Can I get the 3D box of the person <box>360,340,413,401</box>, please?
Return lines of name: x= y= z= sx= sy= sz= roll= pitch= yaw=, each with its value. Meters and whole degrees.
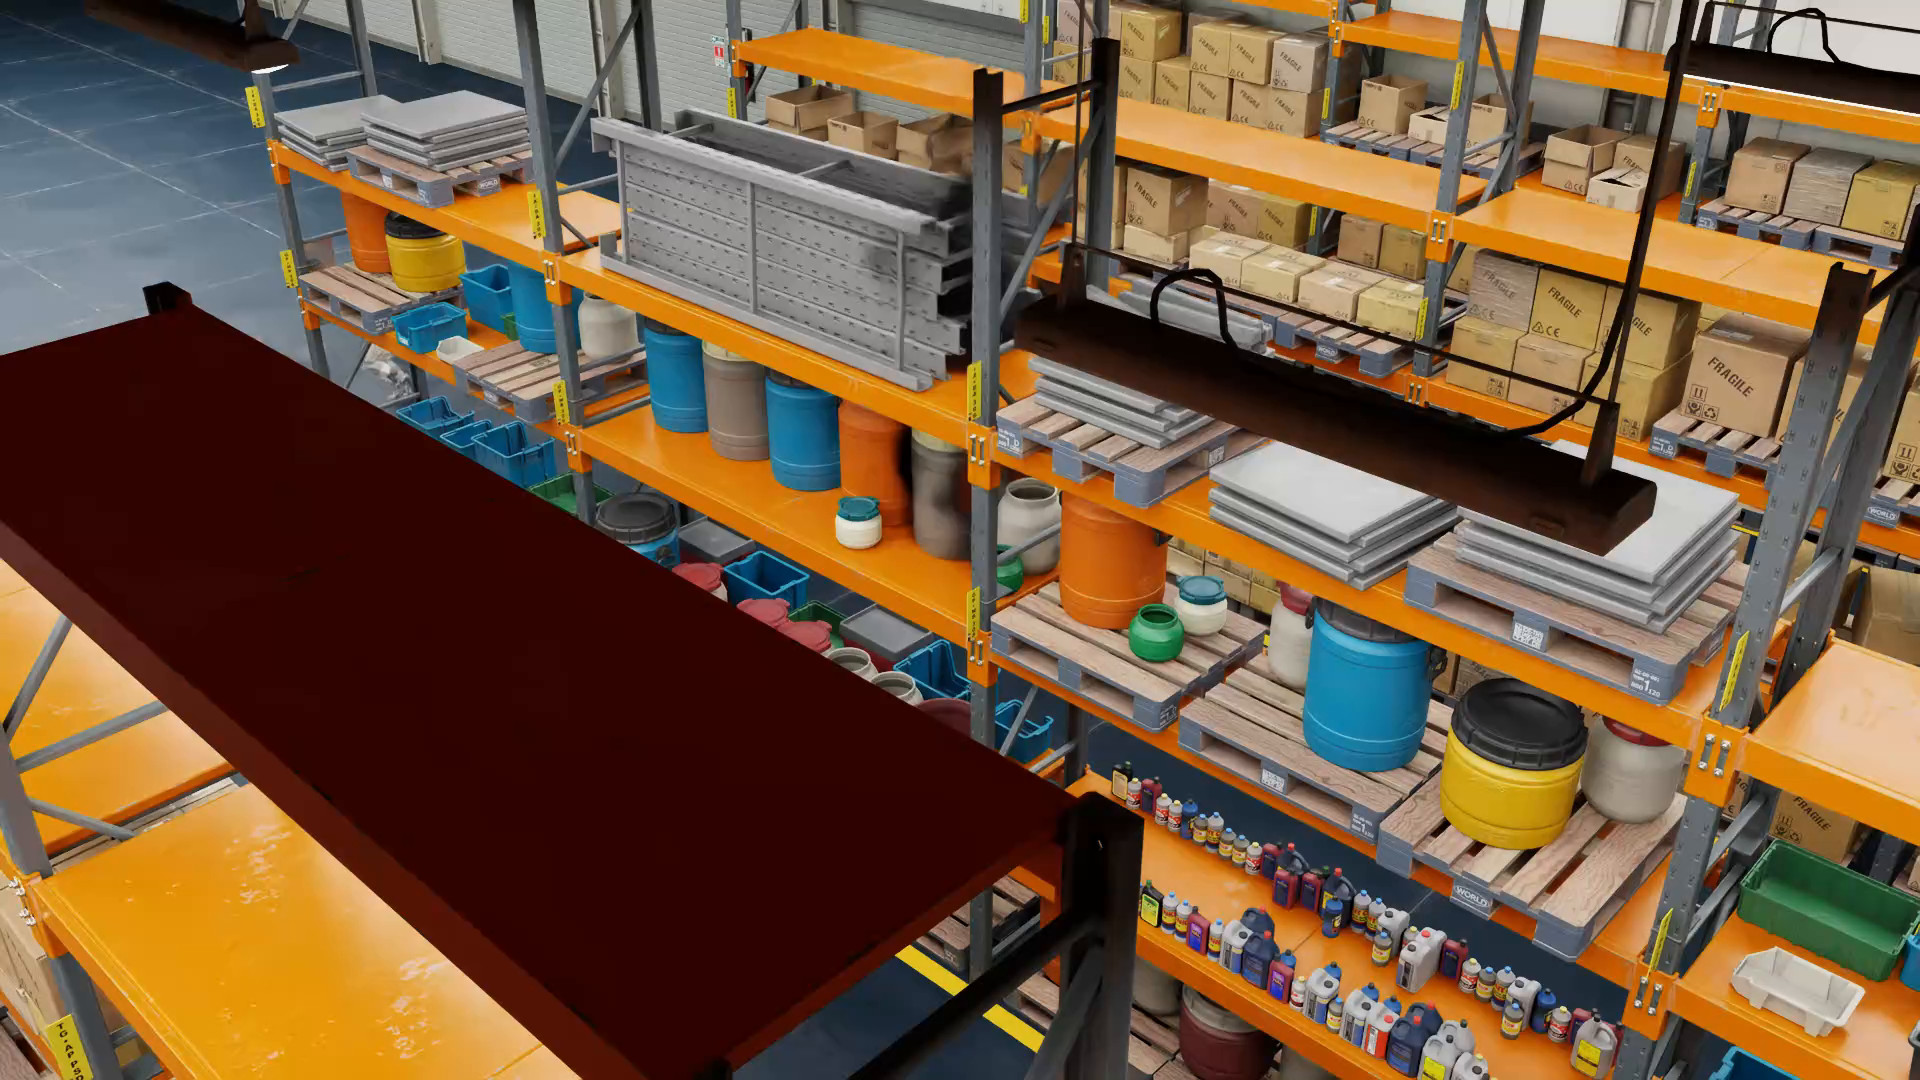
person: x=-6.511 y=-2.344 z=18.627 sx=0.519 sy=1.742 sz=0.669 roll=-7 pitch=30 yaw=-12
